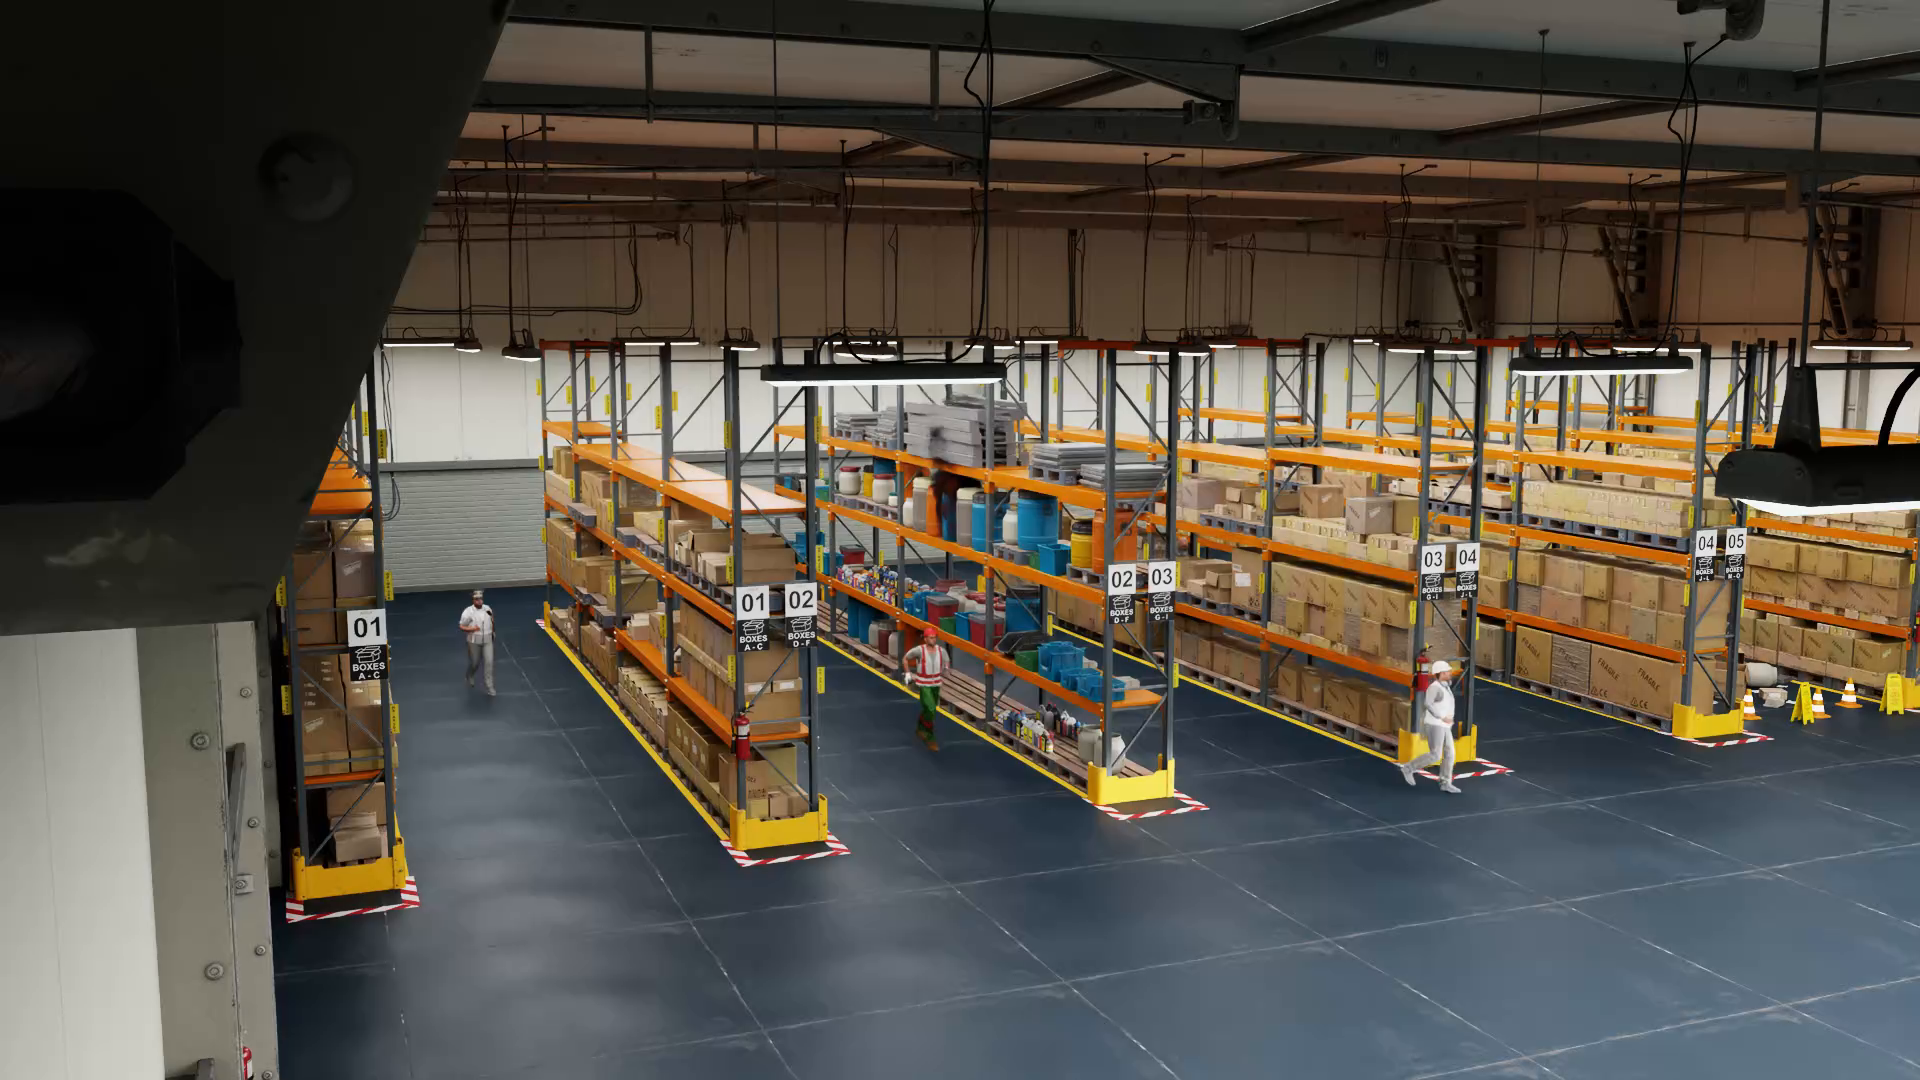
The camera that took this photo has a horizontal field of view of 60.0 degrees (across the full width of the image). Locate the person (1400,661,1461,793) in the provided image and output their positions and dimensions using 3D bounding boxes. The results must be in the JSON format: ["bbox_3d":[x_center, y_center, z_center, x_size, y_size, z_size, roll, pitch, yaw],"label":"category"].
[{"bbox_3d":[6.525,2.519,22.730,0.814,1.745,0.731,4,9,31],"label":"person"}]

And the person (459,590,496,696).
[{"bbox_3d":[-8.228,1.731,28.487,0.661,1.774,0.973,-5,9,-35],"label":"person"}]

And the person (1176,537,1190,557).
[{"bbox_3d":[4.918,0.764,36.458,0.657,1.672,0.577,-4,8,-26],"label":"person"}]

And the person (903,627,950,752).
[{"bbox_3d":[-0.471,2.211,24.882,0.643,1.844,0.875,-5,9,-33],"label":"person"}]
